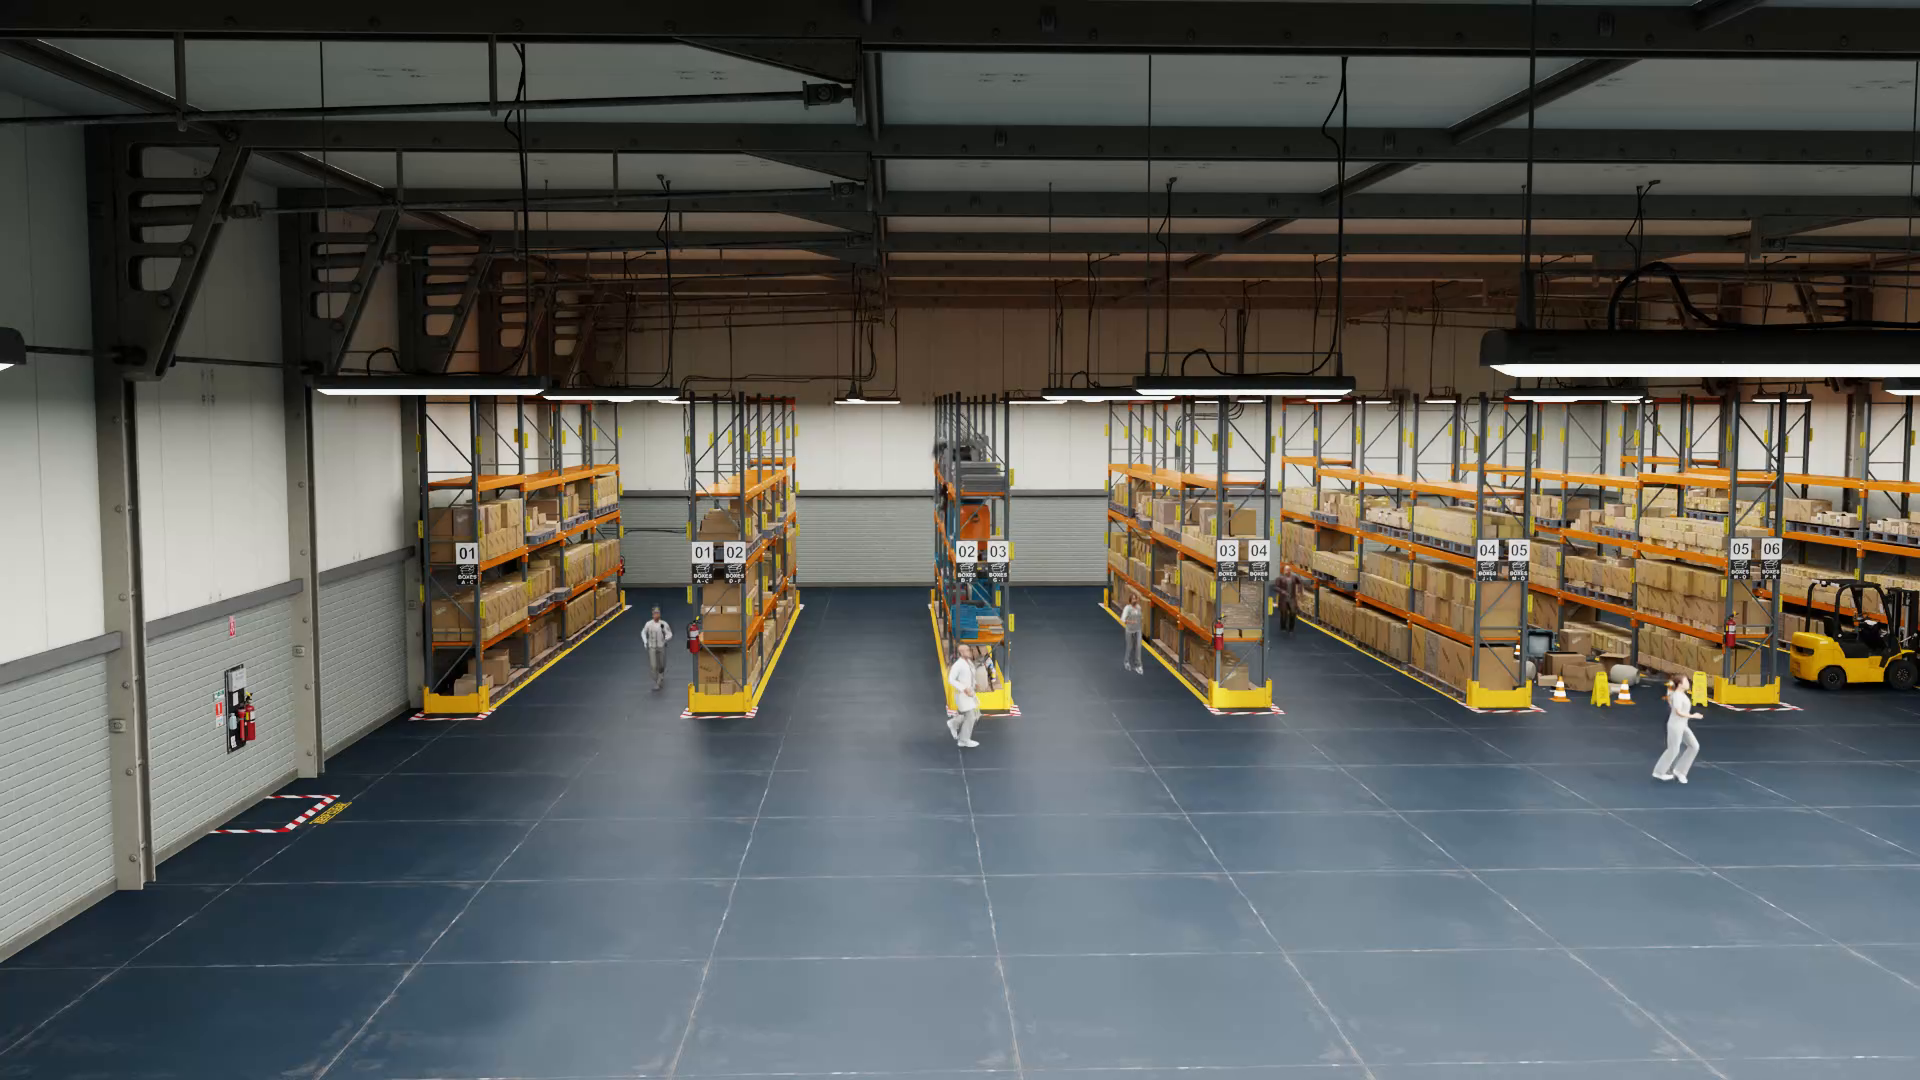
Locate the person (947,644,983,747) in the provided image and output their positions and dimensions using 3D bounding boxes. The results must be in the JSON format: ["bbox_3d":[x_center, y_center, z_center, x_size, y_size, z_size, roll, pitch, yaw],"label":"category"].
[{"bbox_3d":[0.037,2.613,27.989,0.639,1.731,0.658,2,5,26],"label":"person"}]

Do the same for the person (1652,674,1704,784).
[{"bbox_3d":[10.925,2.881,25.261,0.705,1.714,0.576,3,6,35],"label":"person"}]

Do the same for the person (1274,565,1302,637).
[{"bbox_3d":[8.173,1.543,41.402,0.740,1.831,0.779,0,5,0],"label":"person"}]

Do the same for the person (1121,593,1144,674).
[{"bbox_3d":[3.542,1.893,33.980,0.543,1.609,0.797,-1,5,-15],"label":"person"}]

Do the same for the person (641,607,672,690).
[{"bbox_3d":[-6.181,2.179,33.865,0.625,1.660,0.767,-1,5,-11],"label":"person"}]
